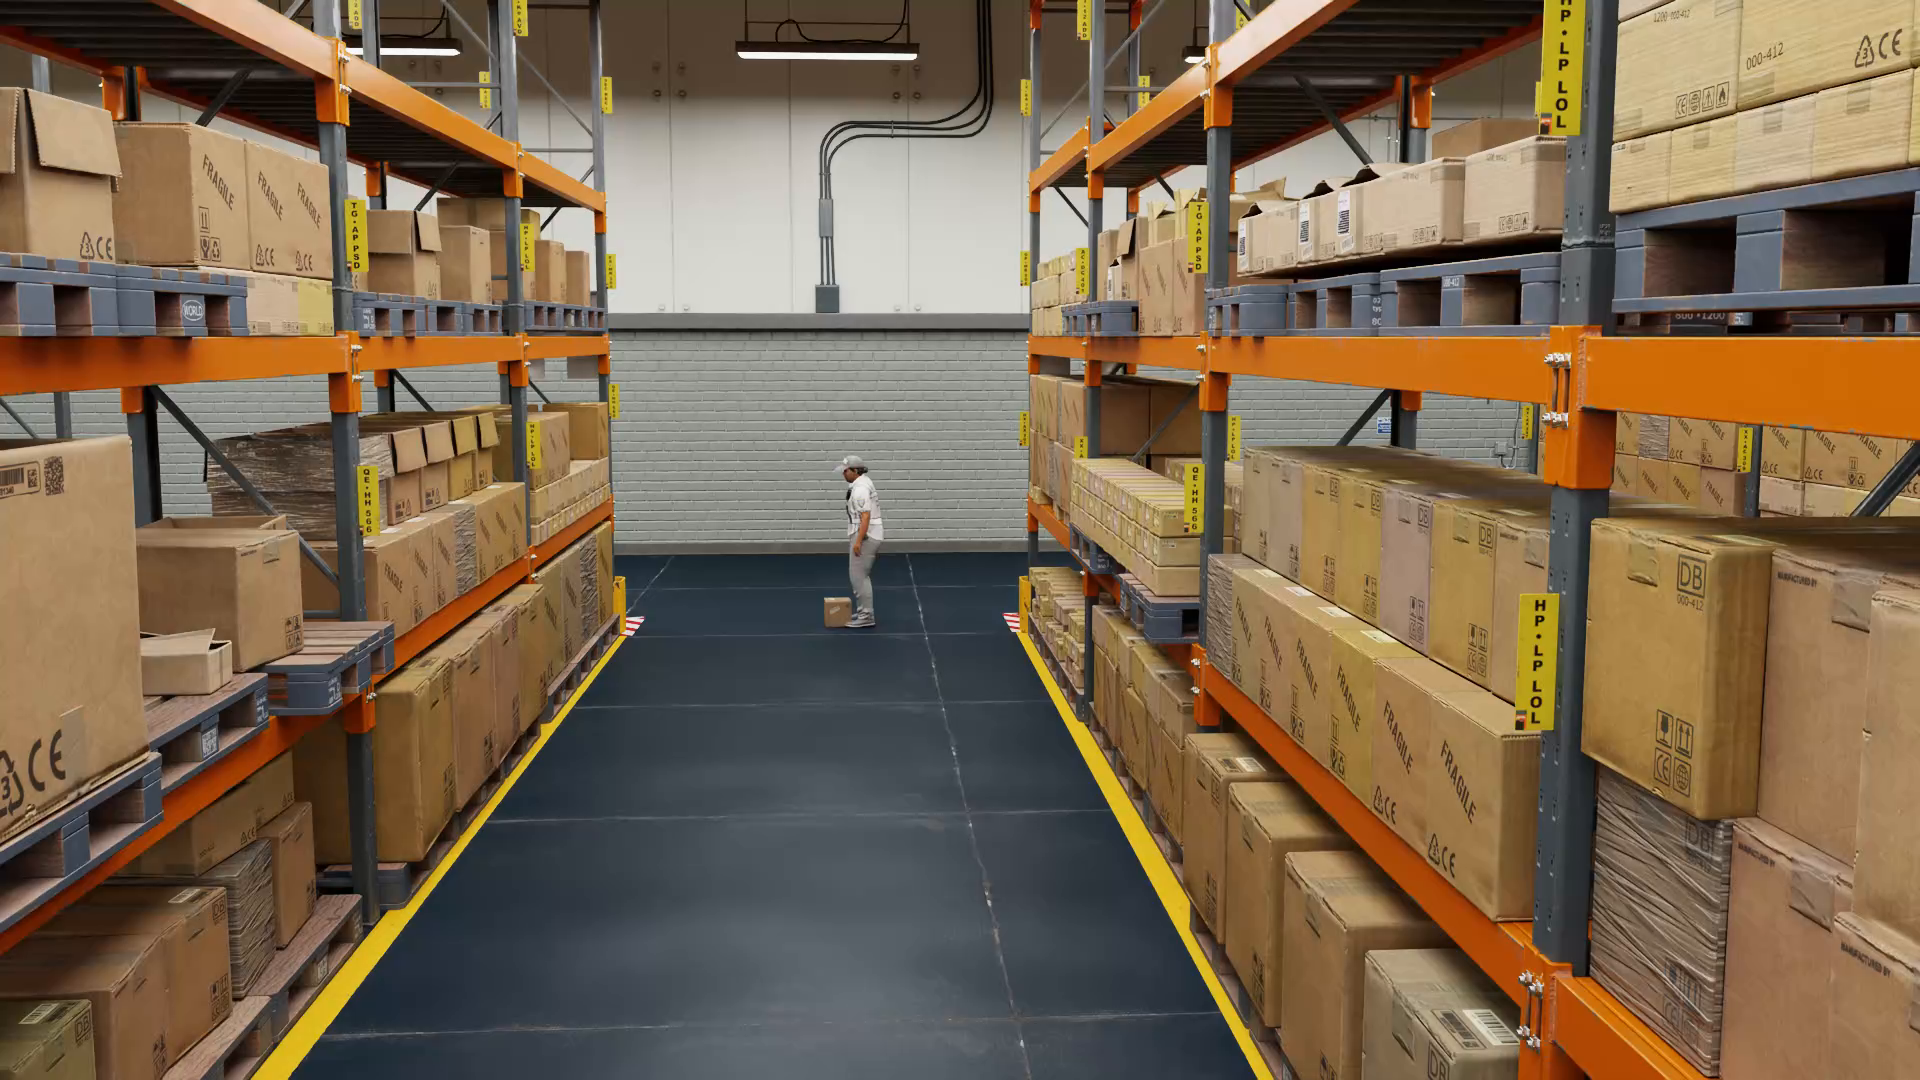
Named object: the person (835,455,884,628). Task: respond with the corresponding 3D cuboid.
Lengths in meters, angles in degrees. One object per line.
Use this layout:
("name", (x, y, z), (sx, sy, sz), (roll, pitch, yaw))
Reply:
("person", (-0.980, 0.002, 16.211), (0.470, 1.666, 0.542), (0, 7, -4))
